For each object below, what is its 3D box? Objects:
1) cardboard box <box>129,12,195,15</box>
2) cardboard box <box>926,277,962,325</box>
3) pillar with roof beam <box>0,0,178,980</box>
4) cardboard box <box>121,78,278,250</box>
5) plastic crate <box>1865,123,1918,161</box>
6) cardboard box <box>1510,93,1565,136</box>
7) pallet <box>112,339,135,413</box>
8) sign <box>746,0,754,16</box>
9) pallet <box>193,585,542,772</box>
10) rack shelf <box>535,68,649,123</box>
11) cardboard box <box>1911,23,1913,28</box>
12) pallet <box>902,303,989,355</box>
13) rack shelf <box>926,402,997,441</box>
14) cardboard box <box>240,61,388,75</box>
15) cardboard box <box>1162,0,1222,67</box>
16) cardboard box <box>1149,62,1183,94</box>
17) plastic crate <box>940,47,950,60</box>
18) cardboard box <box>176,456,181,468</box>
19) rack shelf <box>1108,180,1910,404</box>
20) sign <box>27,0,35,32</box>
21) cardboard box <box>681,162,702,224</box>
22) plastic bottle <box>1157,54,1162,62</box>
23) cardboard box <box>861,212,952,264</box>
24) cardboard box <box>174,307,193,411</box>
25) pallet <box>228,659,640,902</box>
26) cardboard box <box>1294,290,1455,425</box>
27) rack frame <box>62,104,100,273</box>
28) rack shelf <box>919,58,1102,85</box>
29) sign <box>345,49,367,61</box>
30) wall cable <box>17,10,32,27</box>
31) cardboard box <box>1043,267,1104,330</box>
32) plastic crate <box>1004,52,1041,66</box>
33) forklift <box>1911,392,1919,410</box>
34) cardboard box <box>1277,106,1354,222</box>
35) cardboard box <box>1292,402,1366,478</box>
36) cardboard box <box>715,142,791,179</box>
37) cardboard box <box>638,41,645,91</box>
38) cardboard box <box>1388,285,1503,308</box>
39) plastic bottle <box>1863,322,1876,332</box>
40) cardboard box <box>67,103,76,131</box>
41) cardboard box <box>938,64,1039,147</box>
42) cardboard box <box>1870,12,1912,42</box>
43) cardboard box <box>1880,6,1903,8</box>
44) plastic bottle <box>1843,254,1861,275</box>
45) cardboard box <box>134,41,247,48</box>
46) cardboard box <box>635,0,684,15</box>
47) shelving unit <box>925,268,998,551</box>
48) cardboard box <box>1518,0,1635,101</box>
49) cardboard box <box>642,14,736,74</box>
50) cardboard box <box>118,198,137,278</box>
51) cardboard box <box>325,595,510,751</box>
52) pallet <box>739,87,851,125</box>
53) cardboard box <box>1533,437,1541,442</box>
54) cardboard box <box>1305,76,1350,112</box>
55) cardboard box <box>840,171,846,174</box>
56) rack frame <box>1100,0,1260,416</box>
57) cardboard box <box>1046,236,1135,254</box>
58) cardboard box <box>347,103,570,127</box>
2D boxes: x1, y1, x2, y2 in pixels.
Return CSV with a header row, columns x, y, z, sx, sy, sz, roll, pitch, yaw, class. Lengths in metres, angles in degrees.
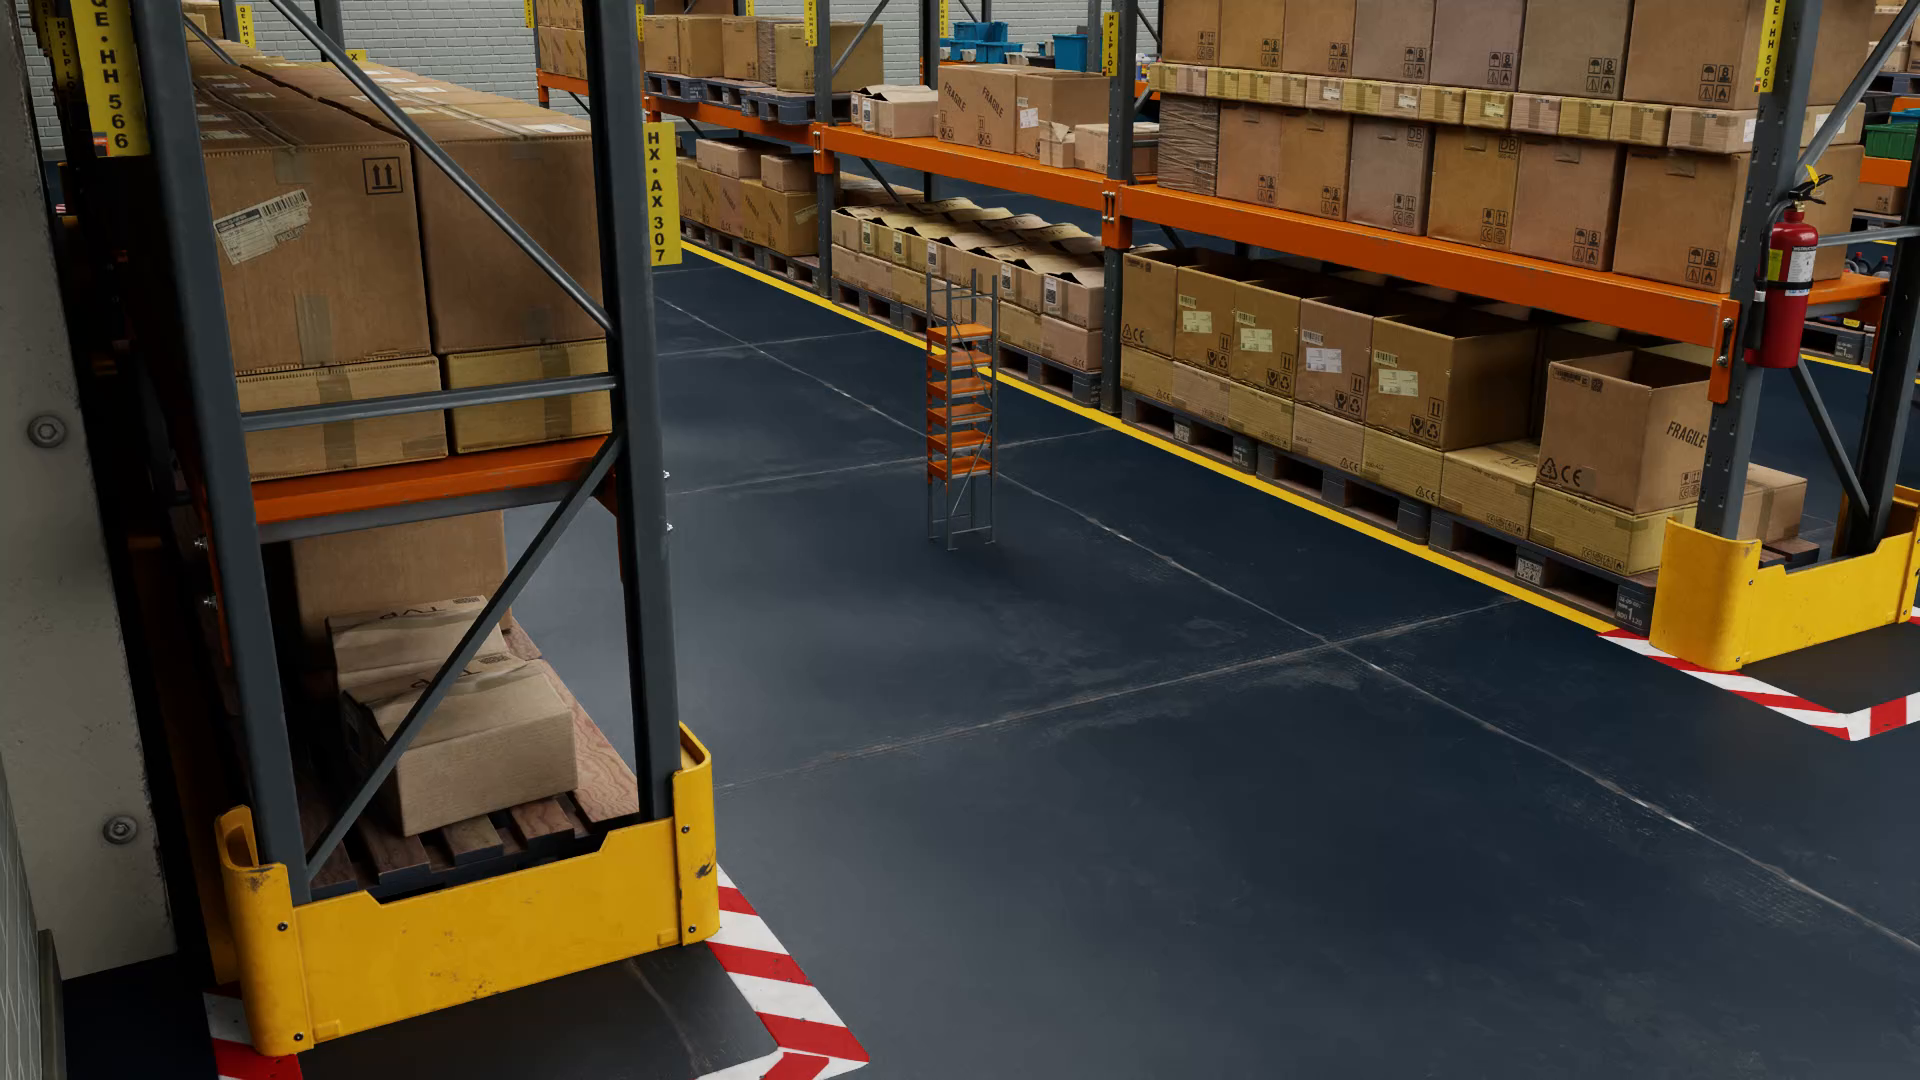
x,y,z,sx,sy,sz,roll,pitch,yaw,class
-4.788,-3.072,9.945,0.380,0.149,0.250,-13,23,-34,cardboard box
0.104,-1.636,11.177,0.500,0.250,0.500,-10,21,-26,cardboard box
1.515,-3.878,4.905,9.100,9.000,0.400,-10,21,-27,pillar with roof beam
-2.566,-1.289,5.650,0.500,0.500,0.500,-9,21,-25,cardboard box
6.036,-2.457,10.310,0.450,0.188,0.662,-10,21,-27,plastic crate
2.464,-1.731,6.734,0.380,0.149,0.250,-10,21,-26,cardboard box
-4.609,-1.062,10.216,1.003,0.211,1.213,-10,21,-27,pallet
-2.034,-5.155,16.030,0.100,0.325,0.005,-10,21,-27,sign
-2.146,0.400,5.980,1.003,0.211,1.213,-10,21,-27,pallet
-3.470,-4.755,17.748,1.077,0.370,4.000,-10,21,-27,rack shelf
11.503,-6.160,20.003,0.380,0.149,0.250,-10,21,-27,cardboard box
0.311,-1.462,11.378,1.003,0.211,1.213,-10,21,-27,pallet
0.007,-0.521,7.270,0.258,0.103,0.180,-10,21,-27,rack shelf
-2.583,-1.661,6.729,0.500,0.500,0.500,-10,21,-27,cardboard box
1.495,-2.759,8.717,0.700,0.500,0.500,-10,21,-26,cardboard box
1.236,-2.471,8.879,0.380,0.149,0.250,-10,21,-27,cardboard box
-0.152,-6.112,20.891,0.250,0.136,0.298,-10,21,-27,plastic crate
-3.443,-0.691,8.025,0.700,0.500,0.500,-9,21,-25,cardboard box
2.228,-1.310,7.765,1.077,0.370,4.000,-10,21,-27,rack shelf
-9.269,-5.263,16.669,0.100,0.325,0.005,-10,21,-27,sign
-2.242,-3.219,15.352,0.500,0.500,0.500,-10,21,-26,cardboard box
2.061,-4.806,16.971,0.061,0.283,0.133,-10,21,-27,plastic bottle
-0.374,-2.191,11.927,0.500,0.311,0.500,-11,22,-28,cardboard box
-1.828,-0.498,4.508,0.500,0.250,0.500,-9,21,-25,cardboard box
-1.571,0.750,4.967,1.003,0.211,1.213,-10,21,-27,pallet
1.937,-0.866,7.796,0.500,0.500,0.500,-10,21,-27,cardboard box
-6.878,-3.753,13.740,1.000,3.000,0.127,-10,21,-27,rack frame
0.891,-5.521,19.968,1.077,0.370,4.000,-10,21,-27,rack shelf
-2.605,-1.952,7.193,0.100,0.325,0.005,-10,21,-27,sign
-11.149,-7.948,21.461,3.097,2.526,0.112,-10,21,-27,wall cable
0.834,-1.460,9.808,0.500,0.311,0.500,-10,21,-27,cardboard box
0.749,-5.644,19.534,0.293,0.136,0.466,-10,21,-27,plastic crate
5.378,-1.491,7.290,1.130,2.935,3.031,2,19,4,forklift
1.986,-1.850,8.074,0.700,0.500,0.500,-10,21,-26,cardboard box
1.940,-0.512,7.920,0.500,0.250,0.500,-10,21,-27,cardboard box
-1.792,-3.294,14.420,0.500,0.250,0.500,-10,22,-28,cardboard box
-2.984,-4.672,16.251,0.500,0.500,0.500,-10,21,-26,cardboard box
2.409,-0.949,8.036,0.500,0.500,0.500,-10,21,-27,cardboard box
5.861,-1.441,10.656,0.097,0.201,0.097,0,19,0,plastic bottle
-5.435,-2.897,10.619,0.500,0.500,0.500,-10,21,-26,cardboard box
0.190,-2.941,11.234,0.500,0.500,0.500,-11,22,-30,cardboard box
8.744,-4.858,16.147,0.700,0.500,0.500,-7,20,-19,cardboard box
11.722,-6.618,20.874,0.380,0.149,0.250,-10,22,-27,cardboard box
6.072,-1.784,11.421,0.144,0.351,0.185,-10,21,-27,plastic bottle
-4.457,-2.570,9.485,0.700,0.500,0.500,-12,23,-32,cardboard box
-2.988,-5.146,16.092,0.500,0.500,0.500,-10,21,-26,cardboard box
0.007,-0.563,7.255,0.258,1.200,0.189,-10,21,-27,shelving unit
2.688,-2.038,6.629,0.700,0.500,0.500,-11,22,-28,cardboard box
-2.492,-4.596,15.387,0.500,0.500,0.700,16,25,39,cardboard box
-3.045,-1.227,6.619,0.500,0.250,0.500,-10,21,-26,cardboard box
-1.700,0.379,5.214,0.500,0.311,0.500,-8,21,-22,cardboard box
-1.005,-3.466,13.203,1.213,0.211,1.003,-10,21,-27,pallet
2.878,-0.306,7.324,0.500,0.250,0.500,-10,21,-27,cardboard box
1.851,-2.102,7.808,0.380,0.149,0.250,-11,22,-28,cardboard box
-1.325,-3.017,14.766,0.500,0.500,0.500,-11,22,-28,cardboard box
1.279,-2.225,9.311,1.000,3.000,0.127,-10,21,-27,rack frame
0.822,-1.838,10.904,0.500,0.311,0.500,-11,22,-28,cardboard box
-1.368,-0.928,4.604,0.500,0.500,0.500,-10,21,-27,cardboard box
